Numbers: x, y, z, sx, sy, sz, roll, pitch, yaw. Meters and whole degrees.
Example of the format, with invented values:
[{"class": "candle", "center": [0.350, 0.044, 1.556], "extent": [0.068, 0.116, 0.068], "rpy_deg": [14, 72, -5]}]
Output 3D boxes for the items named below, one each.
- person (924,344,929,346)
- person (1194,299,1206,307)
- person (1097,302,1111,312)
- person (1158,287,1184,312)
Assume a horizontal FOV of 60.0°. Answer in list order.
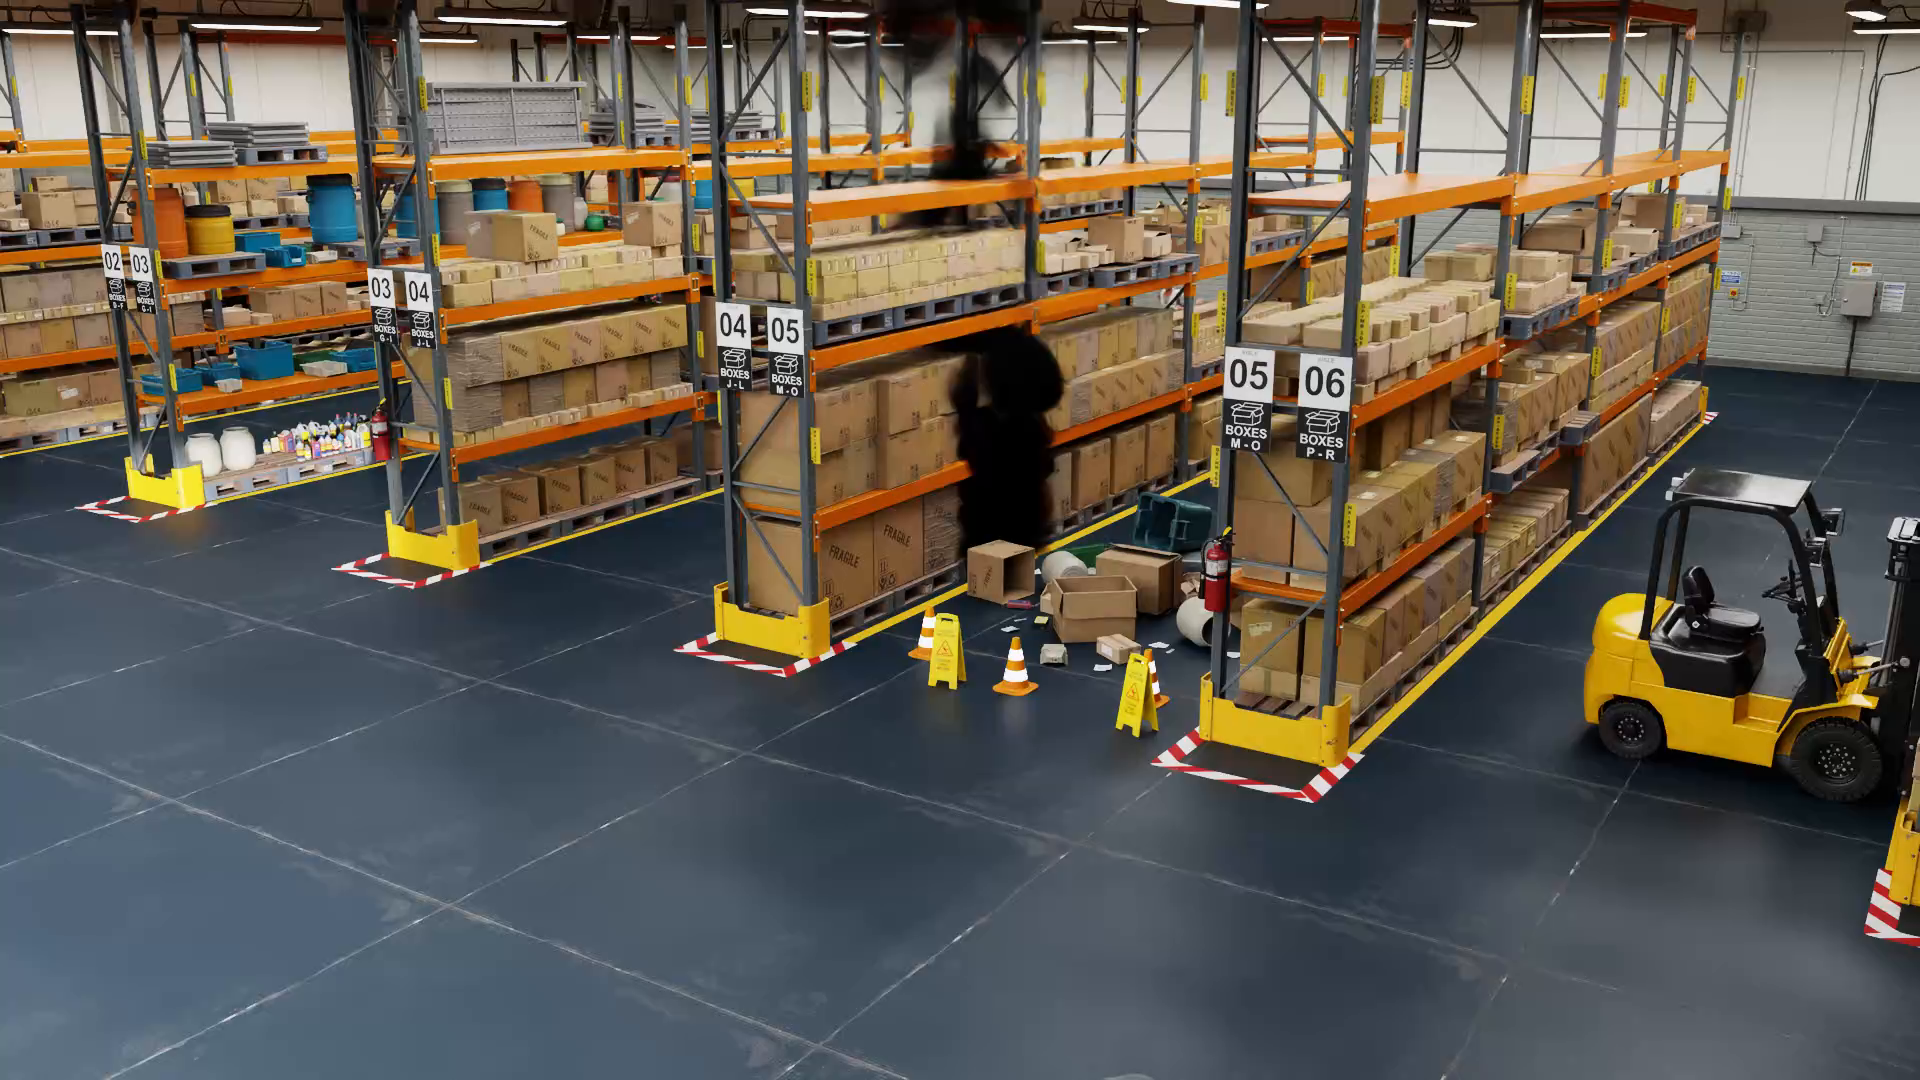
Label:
[{"class": "person", "center": [-0.237, -1.915, 21.729], "extent": [0.689, 1.812, 0.959], "rpy_deg": [6, 17, 21]}, {"class": "person", "center": [3.874, -3.028, 26.950], "extent": [0.734, 1.771, 0.718], "rpy_deg": [11, 19, 34]}, {"class": "person", "center": [2.266, -3.070, 27.130], "extent": [0.588, 1.686, 0.653], "rpy_deg": [6, 17, 21]}, {"class": "person", "center": [3.786, -3.844, 29.678], "extent": [0.634, 1.789, 0.899], "rpy_deg": [9, 18, 30]}]
